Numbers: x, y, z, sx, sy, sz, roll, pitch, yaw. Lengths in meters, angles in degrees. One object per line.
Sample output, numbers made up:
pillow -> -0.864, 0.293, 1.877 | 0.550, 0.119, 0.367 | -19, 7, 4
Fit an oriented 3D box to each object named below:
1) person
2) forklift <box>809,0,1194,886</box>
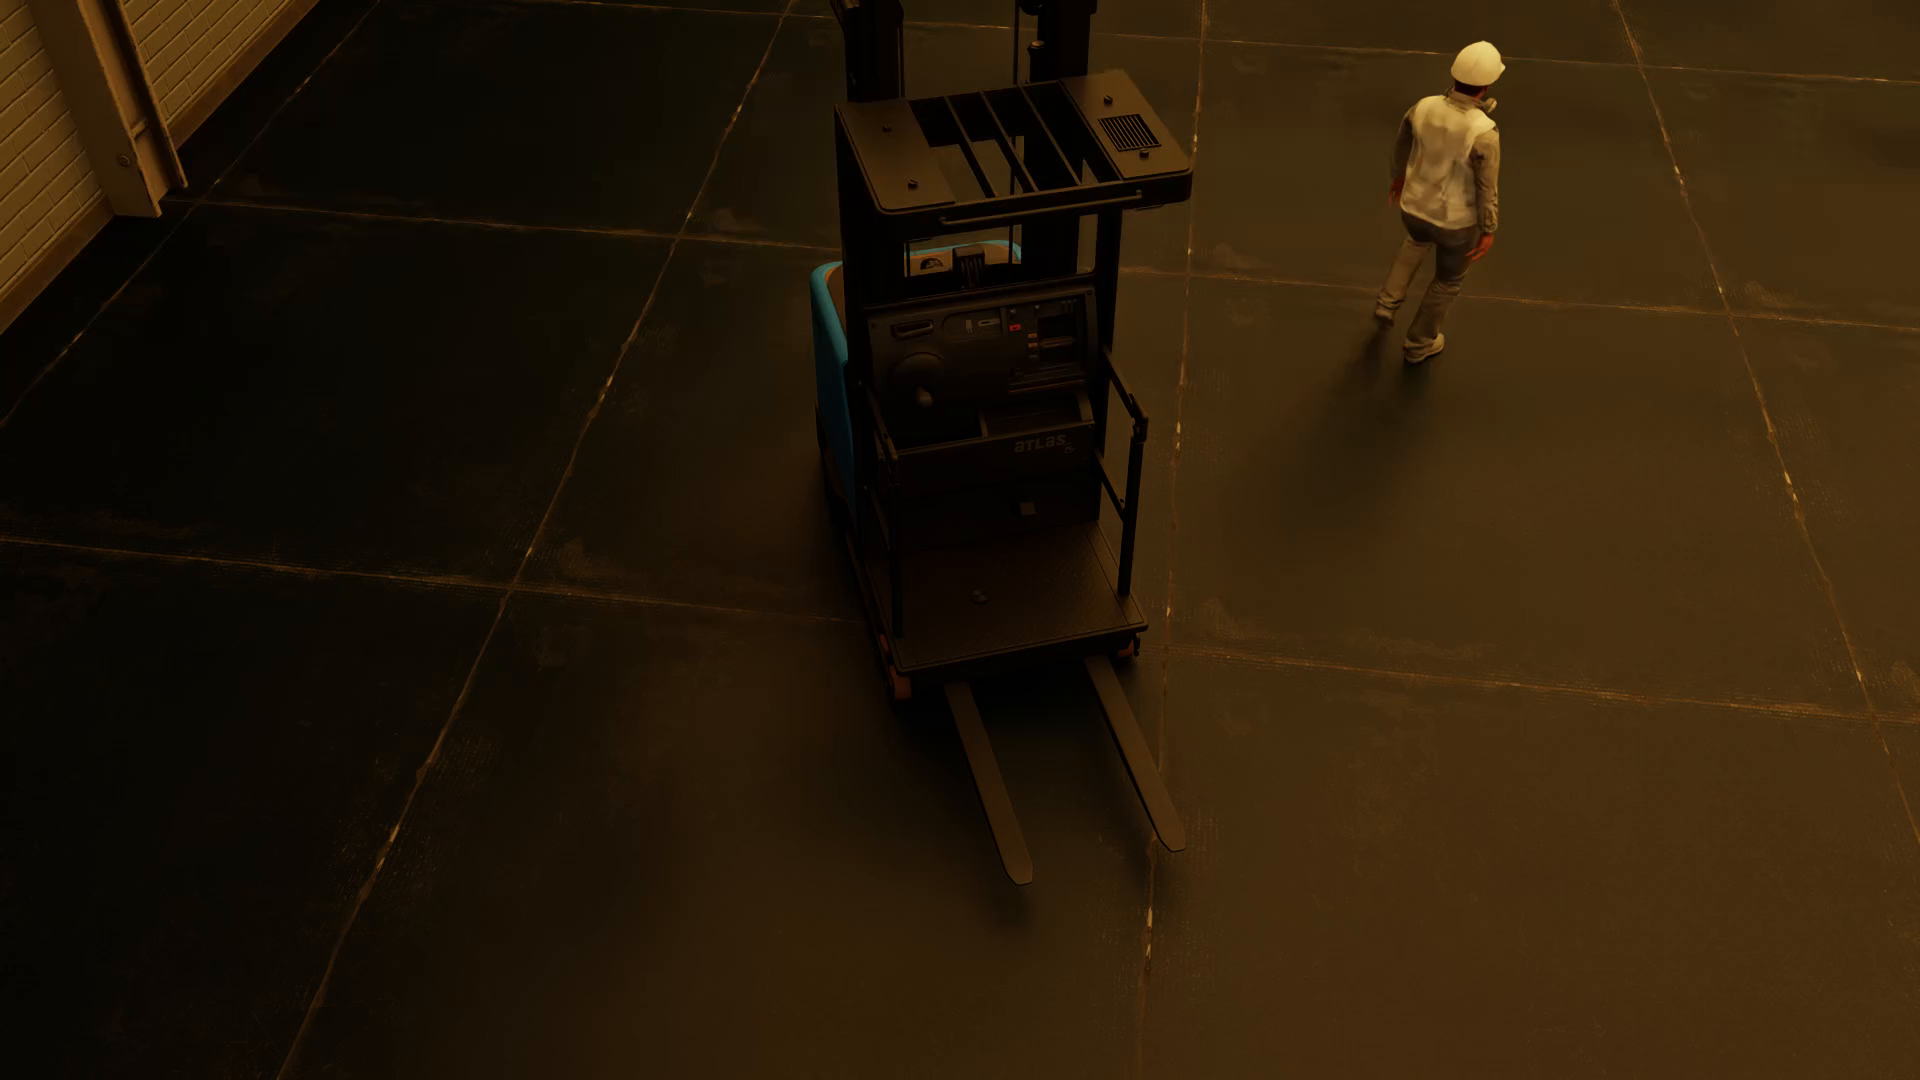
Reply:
person -> 2.483, -1.724, 8.471 | 0.479, 1.754, 0.662 | -34, 52, -31
forklift -> 0.153, -0.681, 6.465 | 1.130, 2.935, 3.031 | -10, 44, -11
